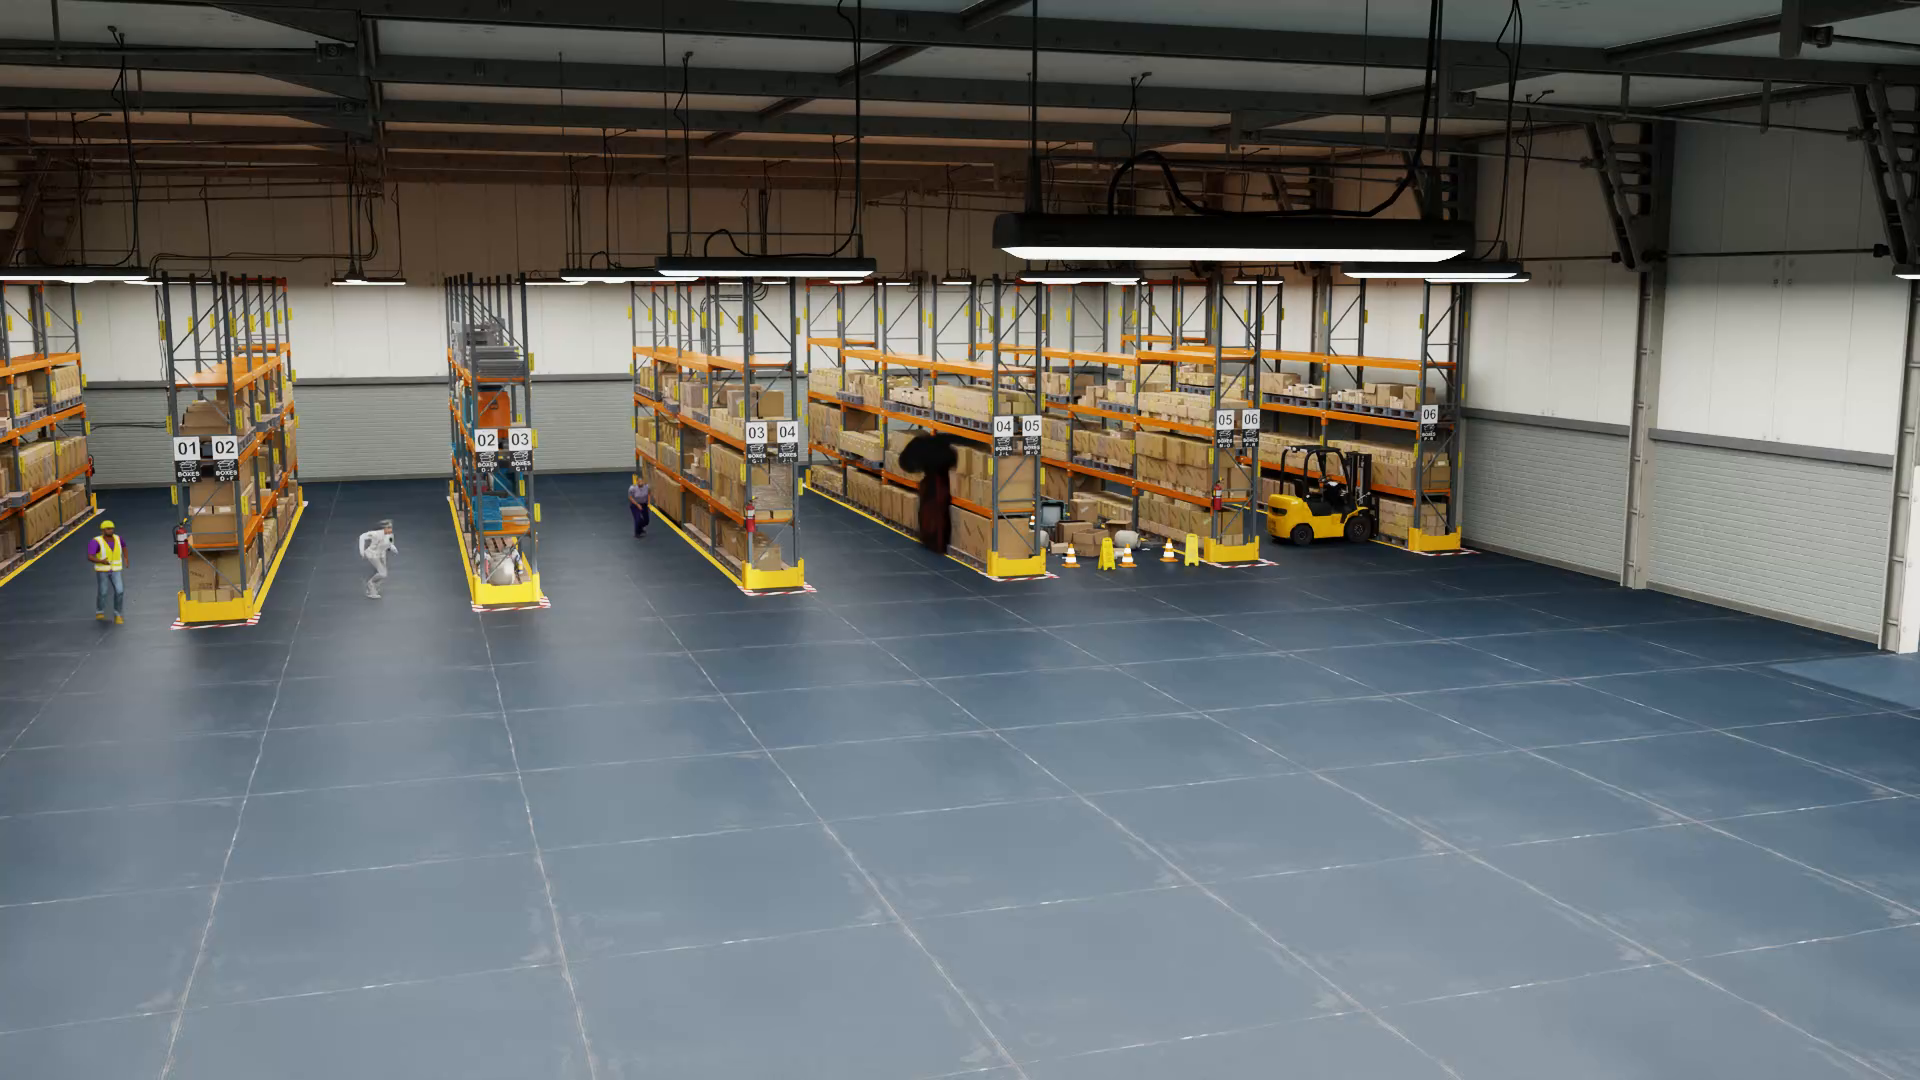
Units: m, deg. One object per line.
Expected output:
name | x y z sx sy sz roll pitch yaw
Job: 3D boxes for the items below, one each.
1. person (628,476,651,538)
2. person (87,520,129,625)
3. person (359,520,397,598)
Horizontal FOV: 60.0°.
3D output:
person | -7.404 -0.764 38.335 0.586 1.457 0.829 -6 10 -34
person | -14.611 0.572 28.590 0.714 1.842 0.732 -8 12 -42
person | -10.766 0.362 30.750 0.812 1.495 0.653 5 10 31
